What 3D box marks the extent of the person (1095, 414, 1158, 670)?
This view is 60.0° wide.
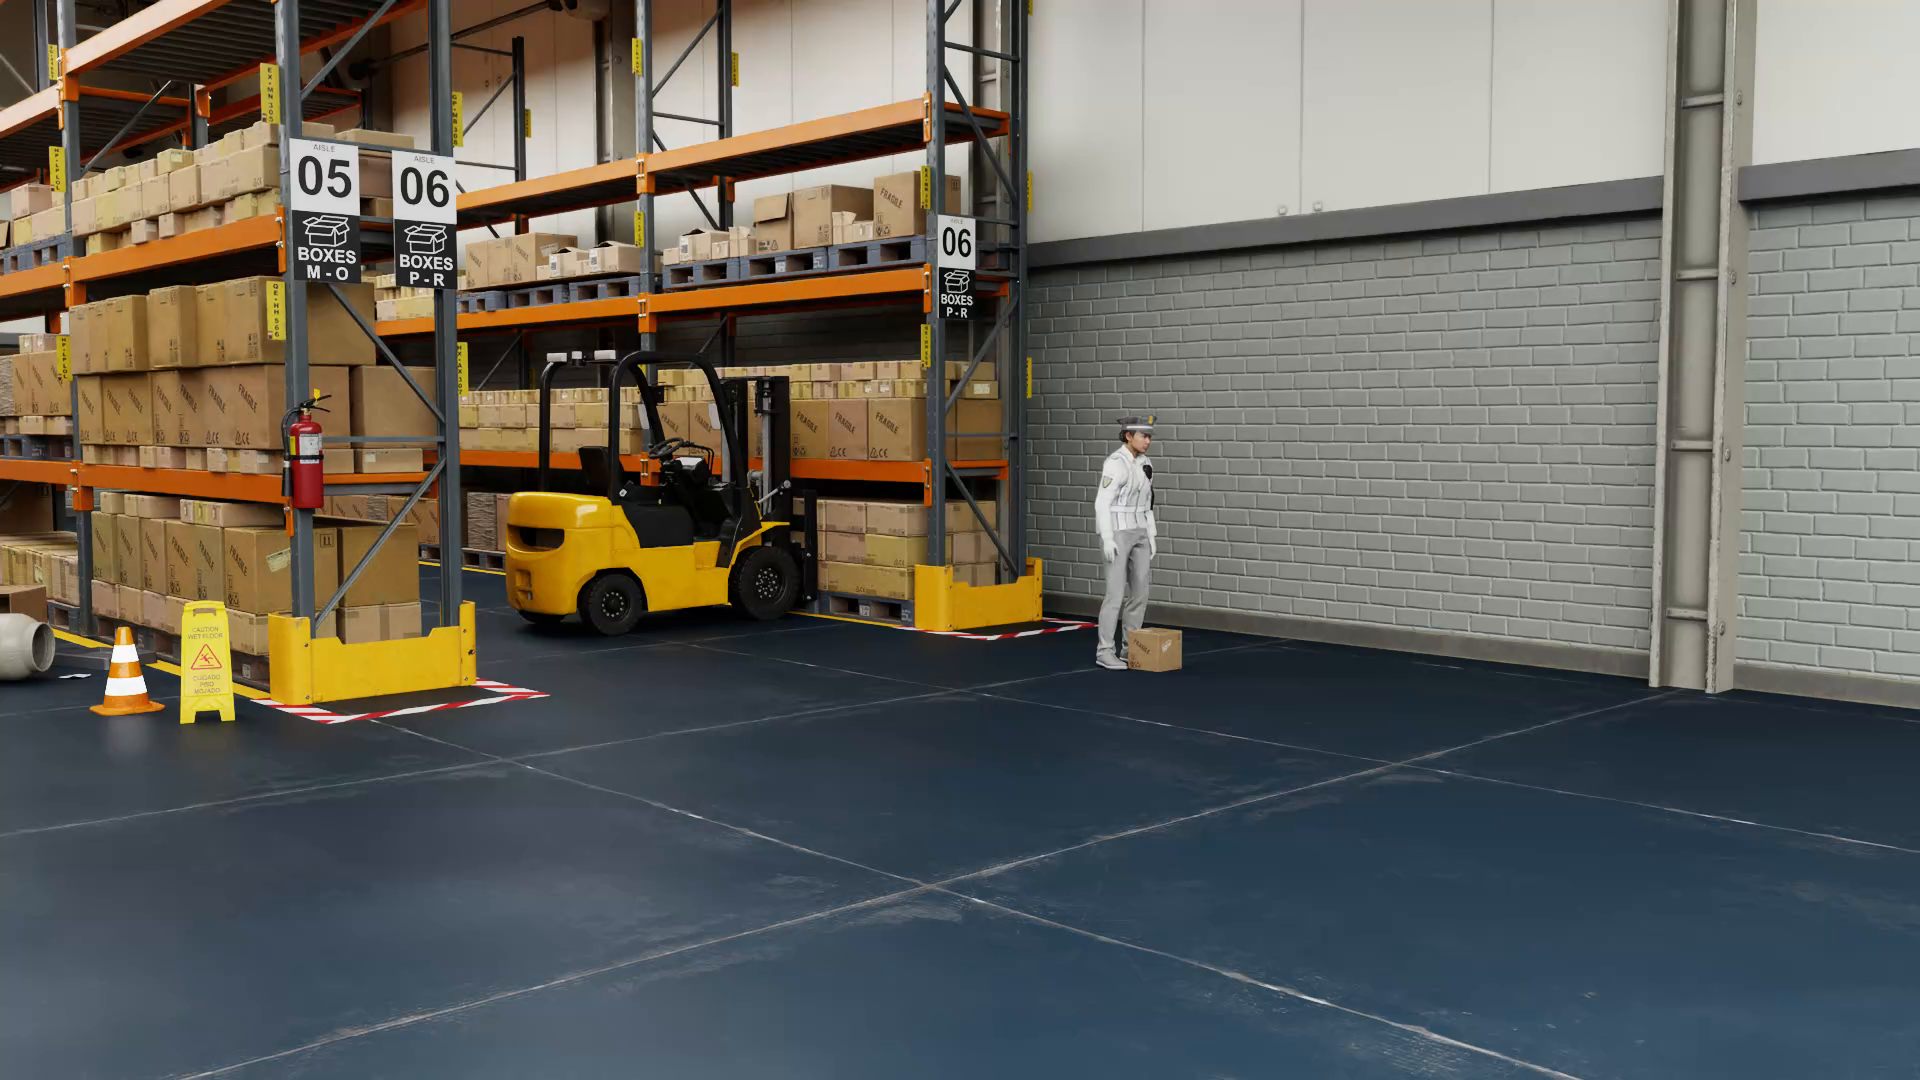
[{"bbox_3d":[1.110,0.001,10.998,0.536,1.663,0.378,-4,6,-45],"label":"person"}]
